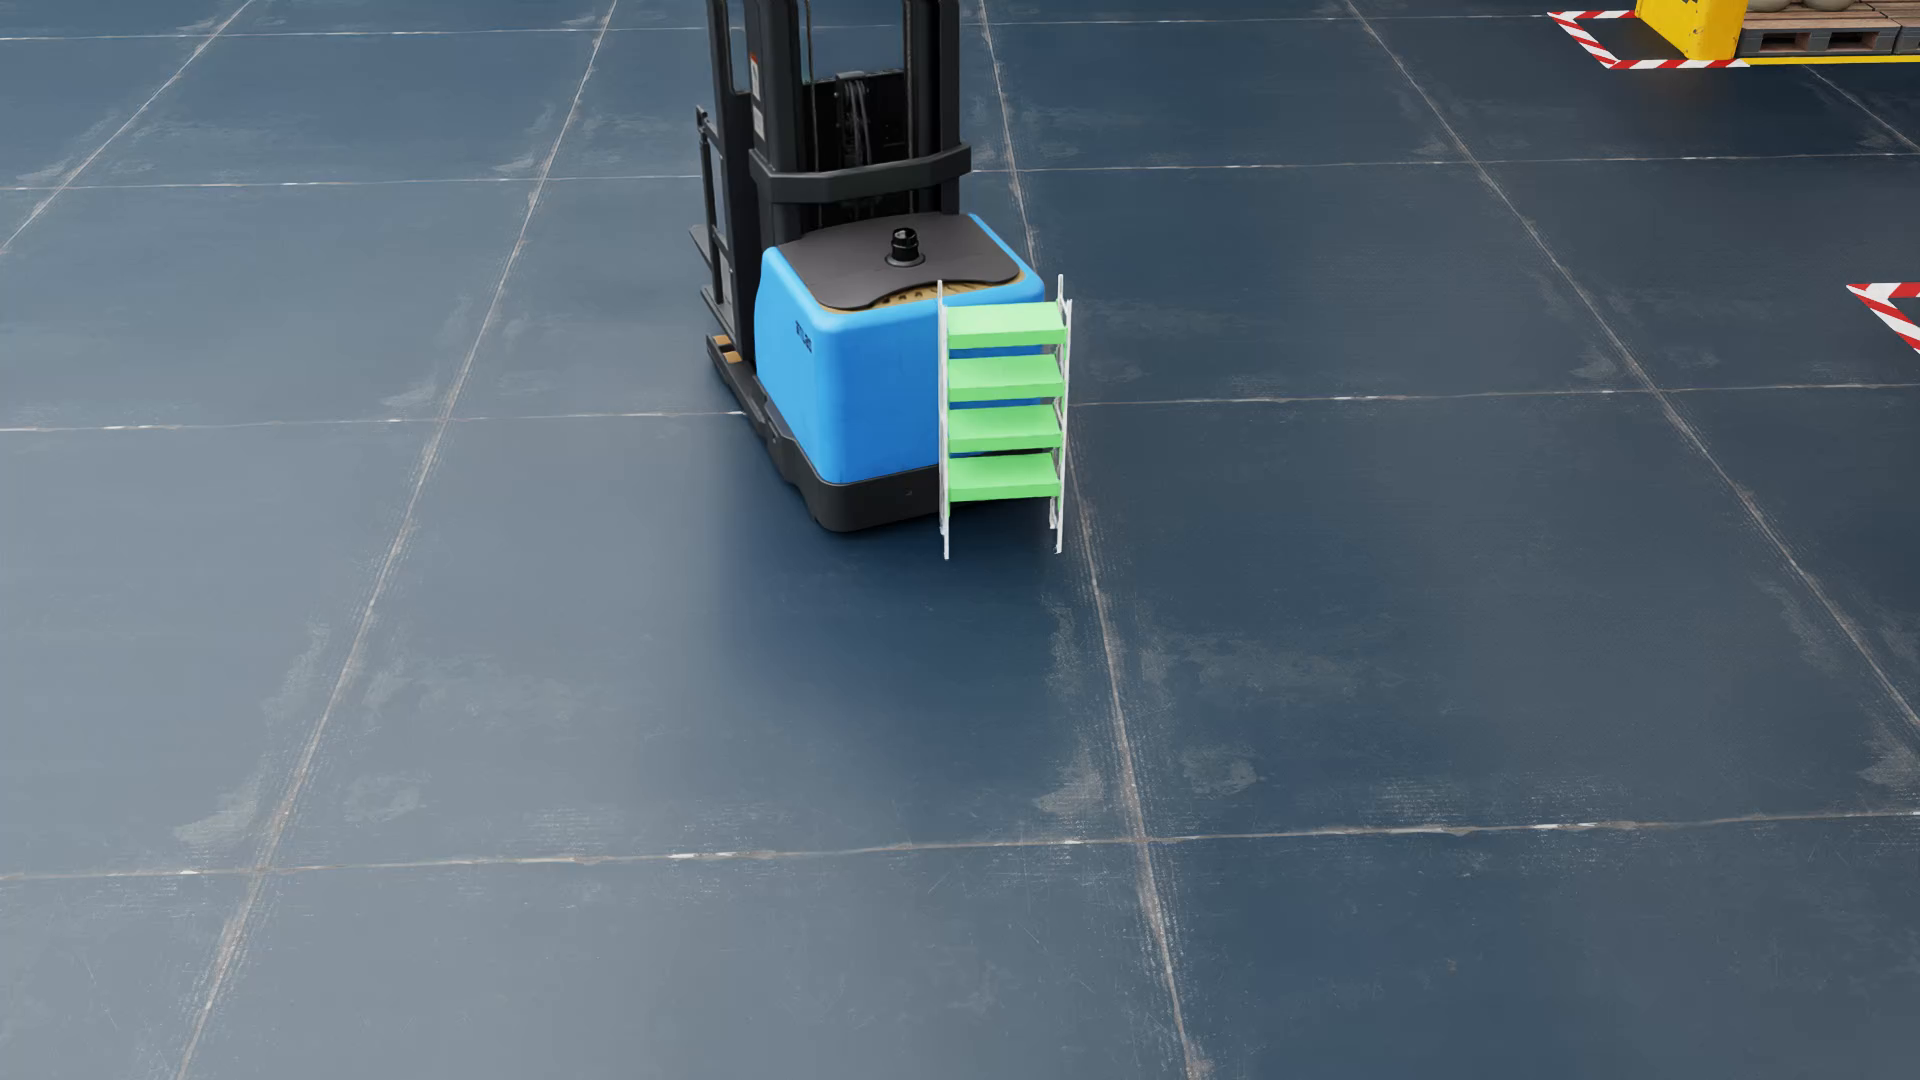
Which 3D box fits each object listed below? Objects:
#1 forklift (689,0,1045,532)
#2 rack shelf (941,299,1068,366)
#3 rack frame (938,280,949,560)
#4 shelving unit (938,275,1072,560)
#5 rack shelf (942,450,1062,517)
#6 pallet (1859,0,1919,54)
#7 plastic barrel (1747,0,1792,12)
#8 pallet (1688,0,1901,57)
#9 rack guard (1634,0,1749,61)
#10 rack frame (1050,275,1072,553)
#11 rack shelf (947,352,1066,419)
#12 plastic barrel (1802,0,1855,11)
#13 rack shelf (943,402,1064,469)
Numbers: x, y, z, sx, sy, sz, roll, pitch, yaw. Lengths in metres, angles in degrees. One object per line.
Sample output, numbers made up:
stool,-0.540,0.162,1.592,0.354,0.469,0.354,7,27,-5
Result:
forklift,-0.651,-2.072,7.668,1.130,2.935,3.031,-13,37,-18
rack shelf,0.174,-0.833,6.668,0.480,0.148,0.258,-3,35,-5
rack frame,-0.069,-0.476,6.884,0.015,1.200,0.240,-3,35,-5
shelving unit,0.174,-0.491,6.905,0.503,1.200,0.258,-3,35,-5
rack shelf,0.174,-0.241,7.078,0.480,0.148,0.258,-3,35,-5
pallet,7.634,-4.054,12.922,1.213,0.211,1.003,-2,35,-2
plastic barrel,6.187,-4.333,12.692,0.421,0.512,0.421,0,35,0
pallet,6.419,-4.023,12.877,1.213,0.211,1.003,-2,35,-2
rack guard,5.607,-4.123,12.768,0.348,0.500,1.175,-2,35,-2
rack frame,0.416,-0.505,6.926,0.015,1.200,0.240,-3,35,-5
rack shelf,0.174,-0.636,6.805,0.480,0.148,0.258,-3,35,-5
plastic barrel,6.688,-4.346,12.711,0.421,0.512,0.421,0,35,0
rack shelf,0.174,-0.438,6.941,0.480,0.148,0.258,-3,35,-5
